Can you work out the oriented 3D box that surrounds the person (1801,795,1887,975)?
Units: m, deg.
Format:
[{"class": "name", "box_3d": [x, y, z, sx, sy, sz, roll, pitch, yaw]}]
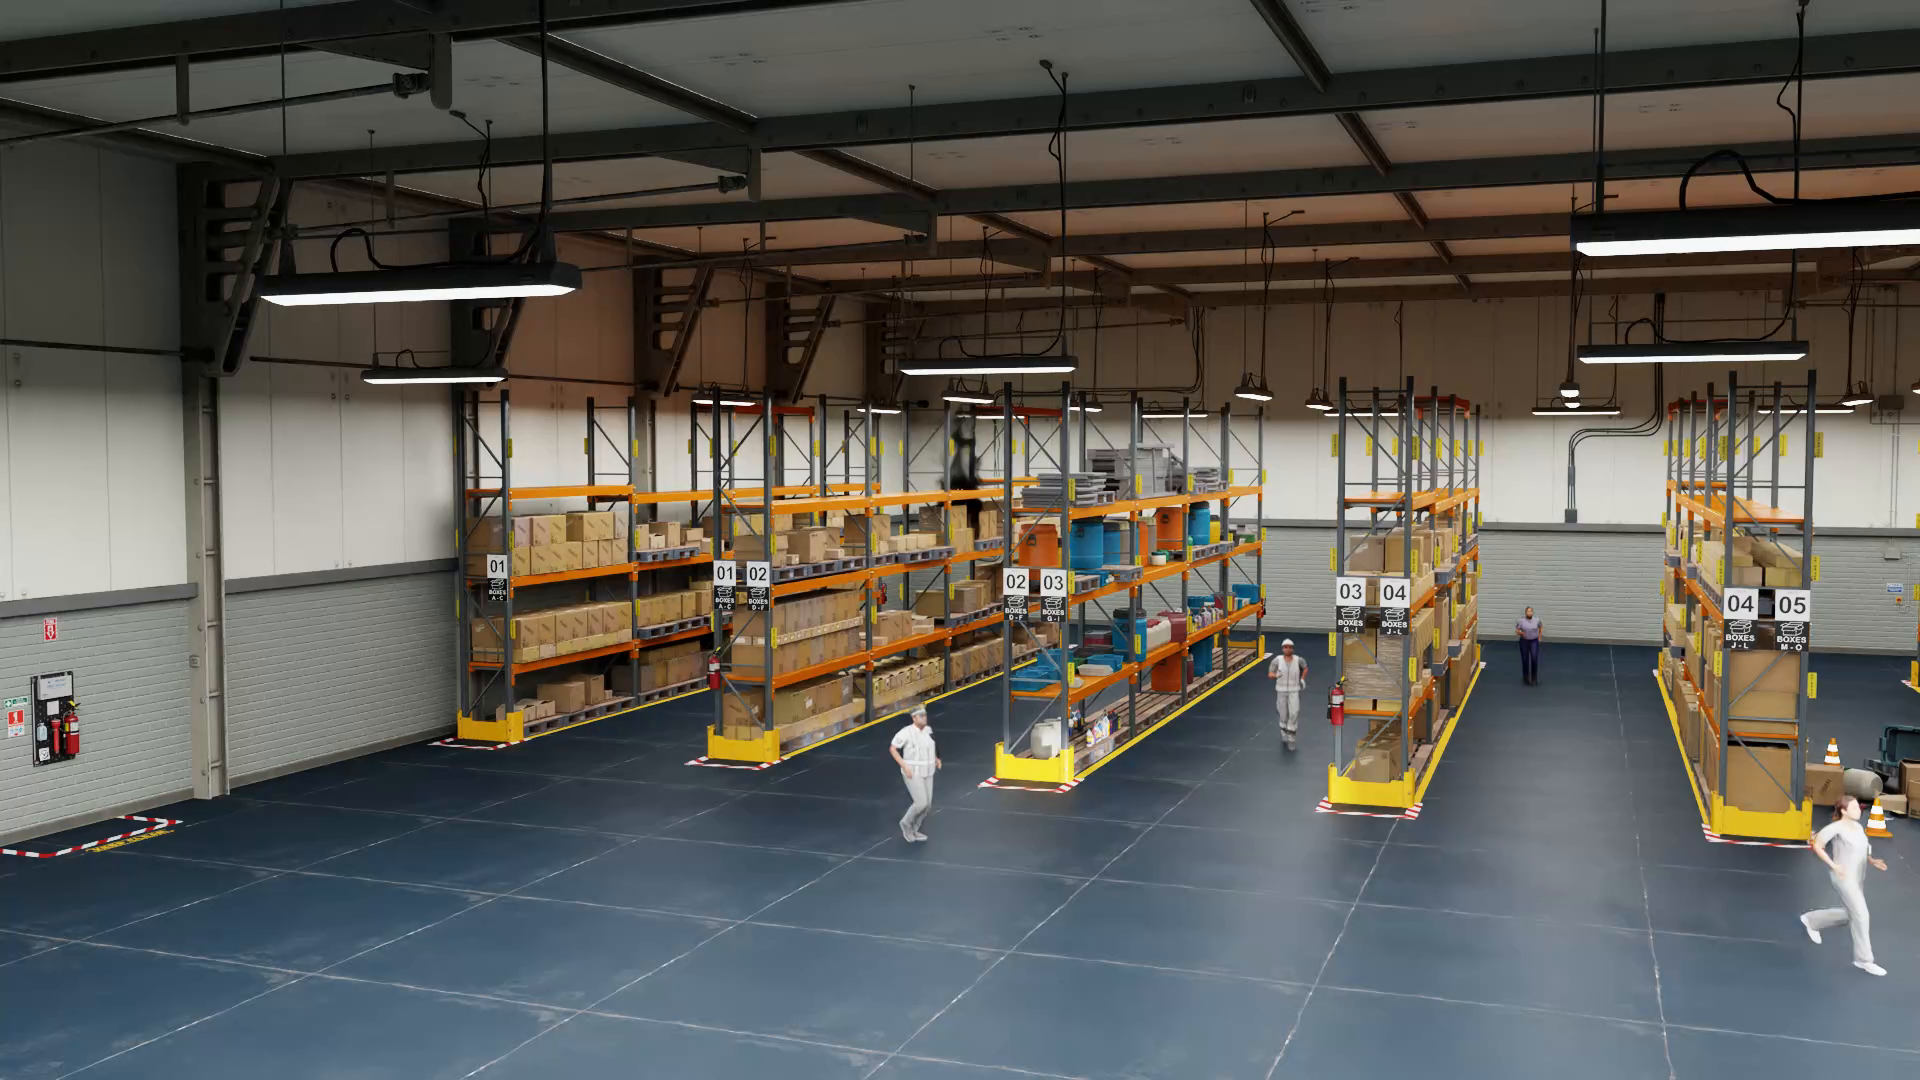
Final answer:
[{"class": "person", "box_3d": [8.560, 3.293, 16.120, 0.567, 1.669, 0.879, -2, 4, -32]}]

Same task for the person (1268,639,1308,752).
[{"class": "person", "box_3d": [5.465, 2.570, 27.744, 0.638, 1.840, 0.774, 1, 3, 13]}]

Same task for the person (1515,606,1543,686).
[{"class": "person", "box_3d": [12.100, 2.254, 35.377, 0.549, 1.677, 0.778, 1, 3, 22]}]

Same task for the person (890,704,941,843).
[{"class": "person", "box_3d": [-0.500, 2.972, 21.109, 0.541, 1.781, 0.641, 3, 4, 44]}]
